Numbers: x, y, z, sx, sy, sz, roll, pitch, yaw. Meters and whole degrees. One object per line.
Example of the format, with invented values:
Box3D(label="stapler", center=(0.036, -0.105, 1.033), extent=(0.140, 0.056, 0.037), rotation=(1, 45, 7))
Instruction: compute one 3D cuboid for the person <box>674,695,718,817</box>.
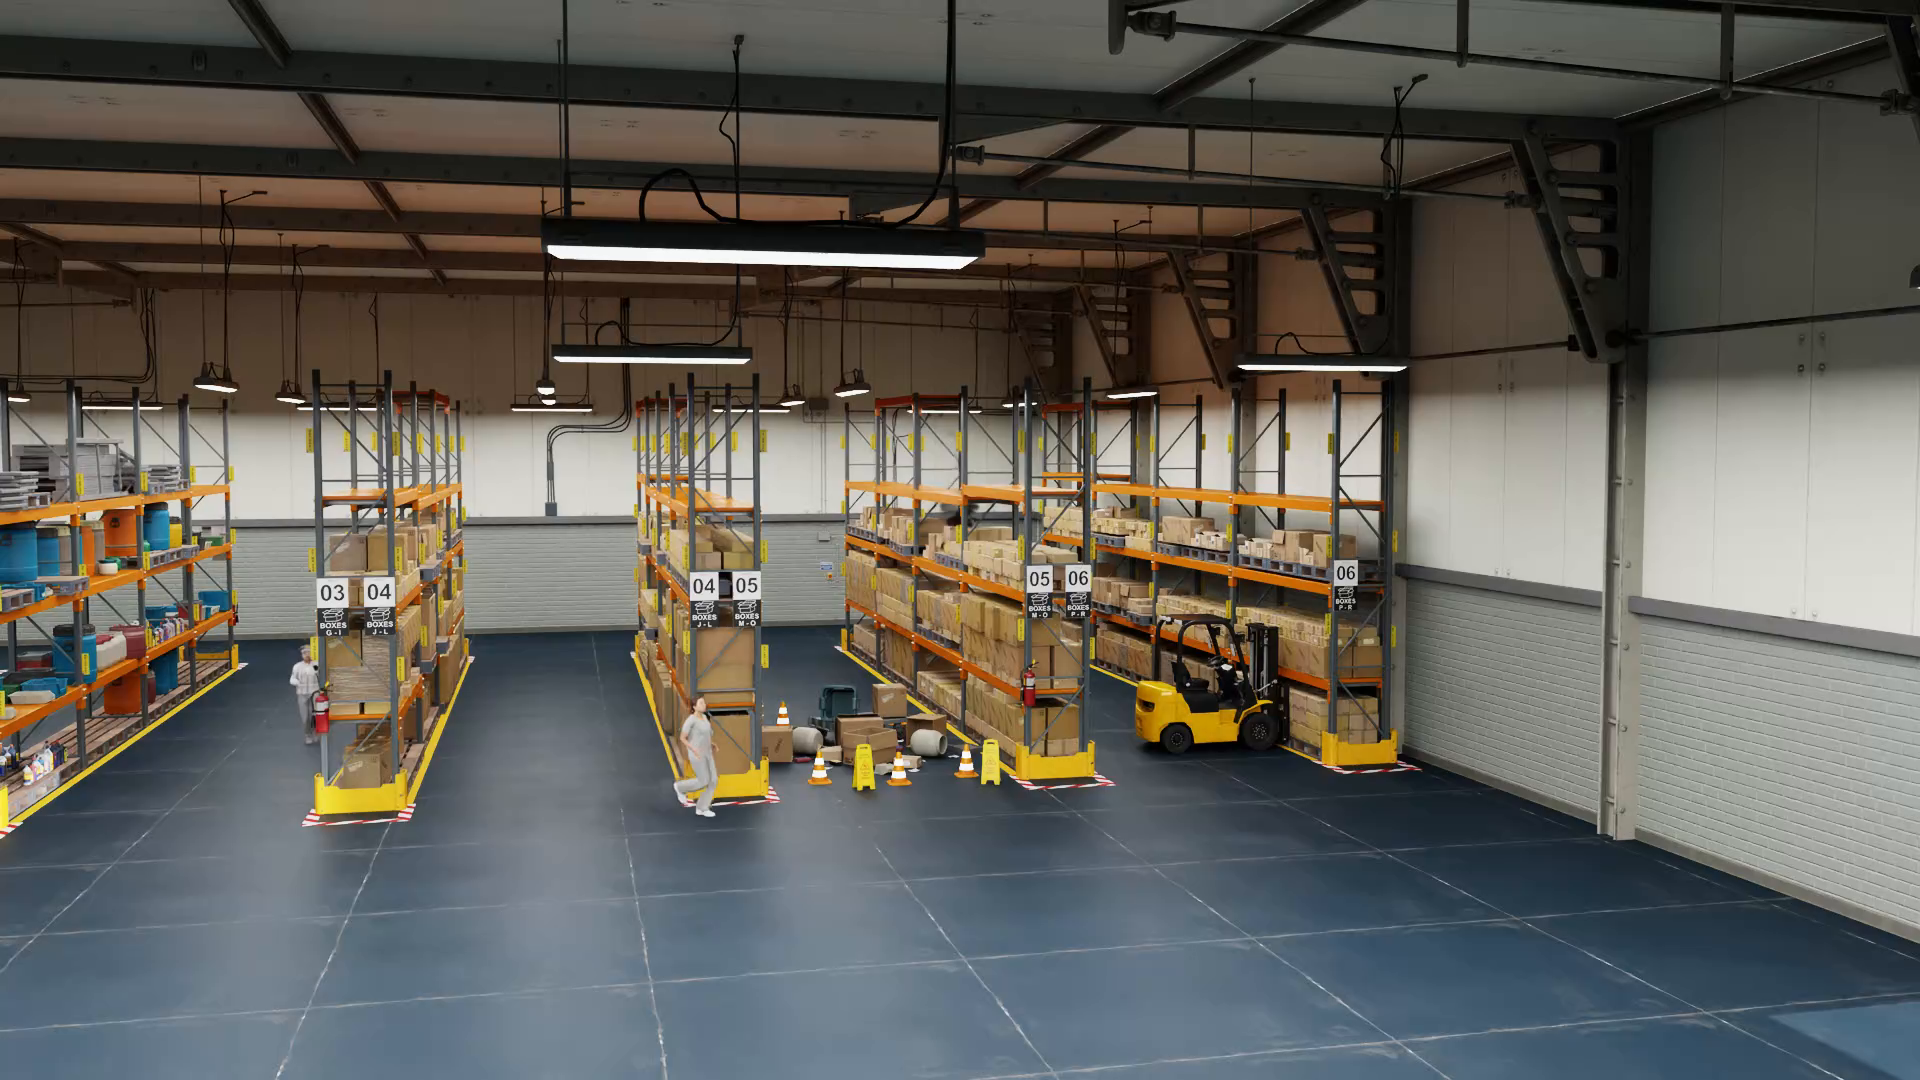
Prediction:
Box3D(label="person", center=(-3.548, 2.900, 22.430), extent=(0.623, 1.628, 0.565), rotation=(2, 4, 29))

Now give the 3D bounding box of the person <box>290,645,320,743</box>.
Box3D(label="person", center=(-10.800, 2.565, 27.596), extent=(0.600, 1.658, 0.579), rotation=(-1, 3, -18))
